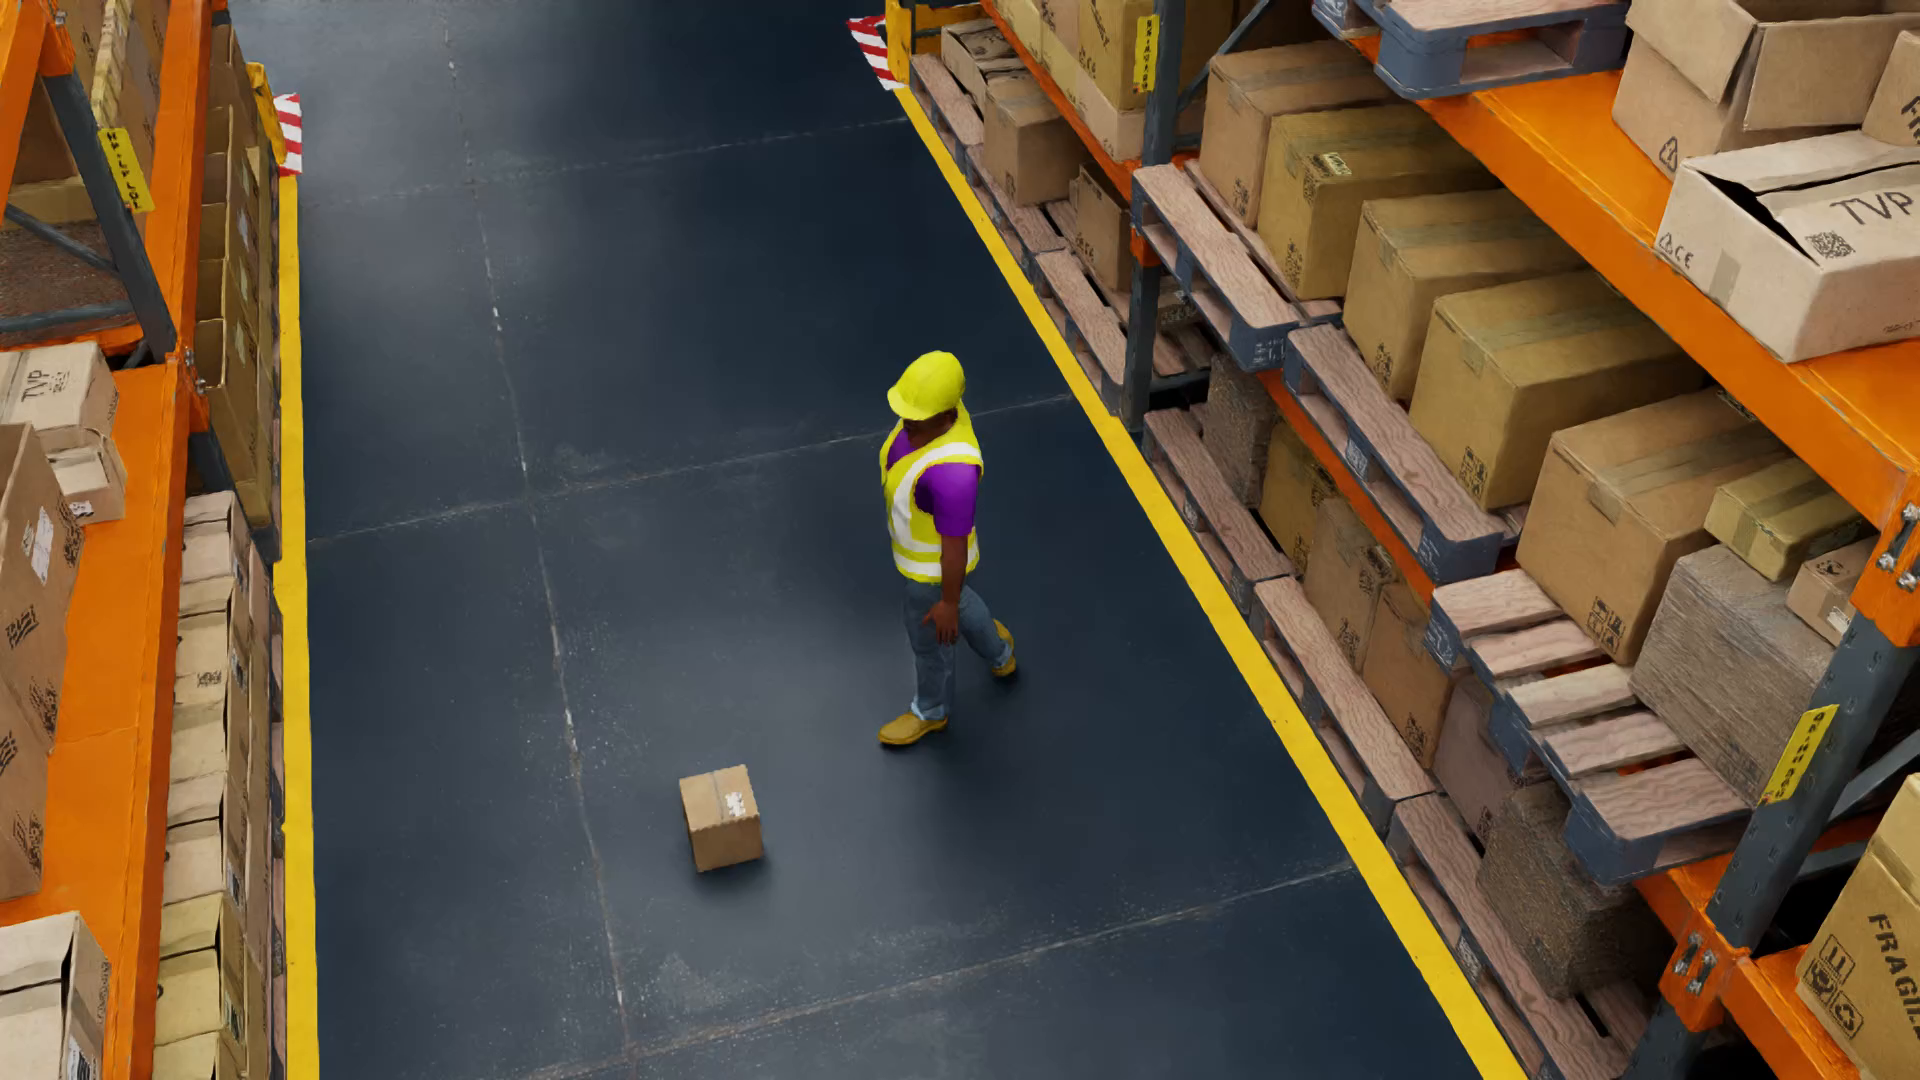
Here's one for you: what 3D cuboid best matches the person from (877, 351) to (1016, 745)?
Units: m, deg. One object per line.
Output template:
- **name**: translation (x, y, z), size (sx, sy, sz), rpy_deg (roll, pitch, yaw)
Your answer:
- **person**: translation (-0.047, 0.015, 6.136), size (0.599, 1.762, 0.745), rpy_deg (-4, 42, -5)
